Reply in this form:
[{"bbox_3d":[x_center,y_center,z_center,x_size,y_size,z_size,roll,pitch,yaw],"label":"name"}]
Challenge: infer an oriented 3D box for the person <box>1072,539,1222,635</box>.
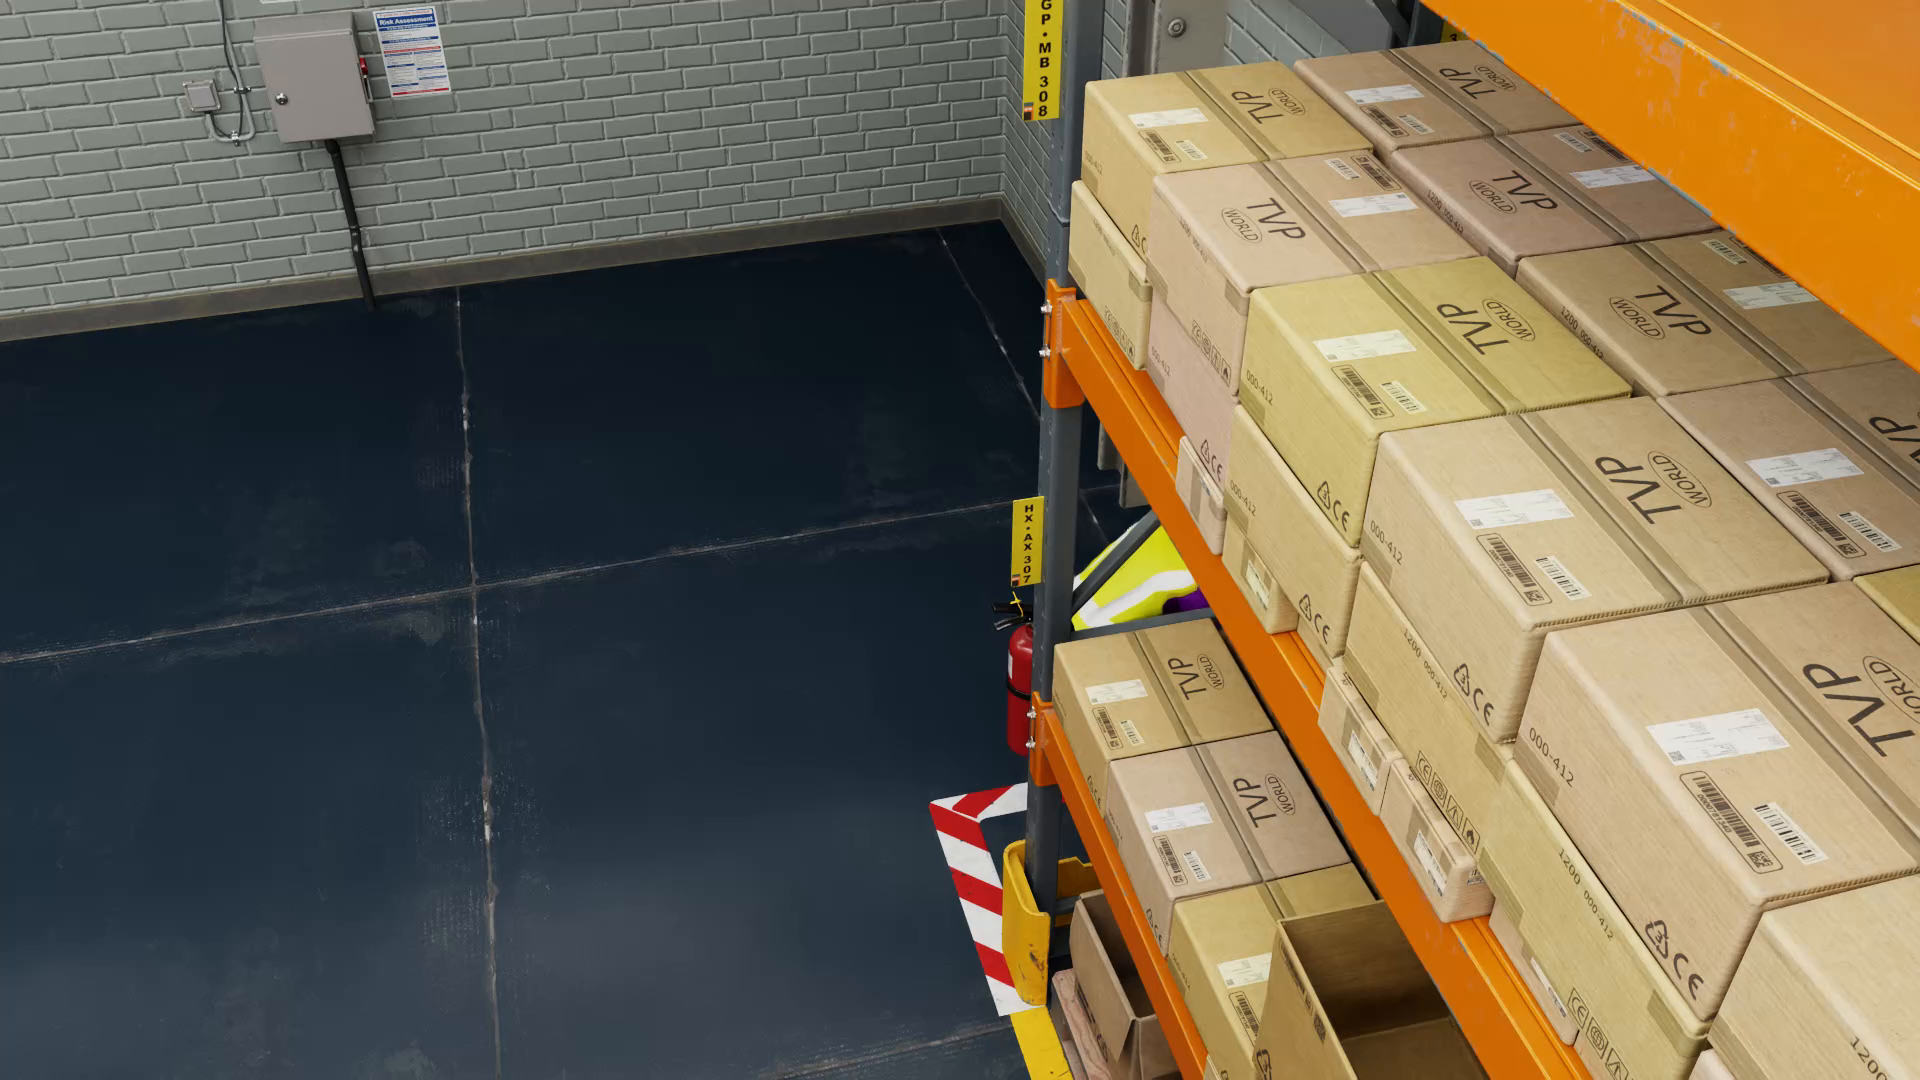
[{"bbox_3d":[0.828,0.388,6.981,0.977,0.841,0.521,-10,39,-13],"label":"person"}]
